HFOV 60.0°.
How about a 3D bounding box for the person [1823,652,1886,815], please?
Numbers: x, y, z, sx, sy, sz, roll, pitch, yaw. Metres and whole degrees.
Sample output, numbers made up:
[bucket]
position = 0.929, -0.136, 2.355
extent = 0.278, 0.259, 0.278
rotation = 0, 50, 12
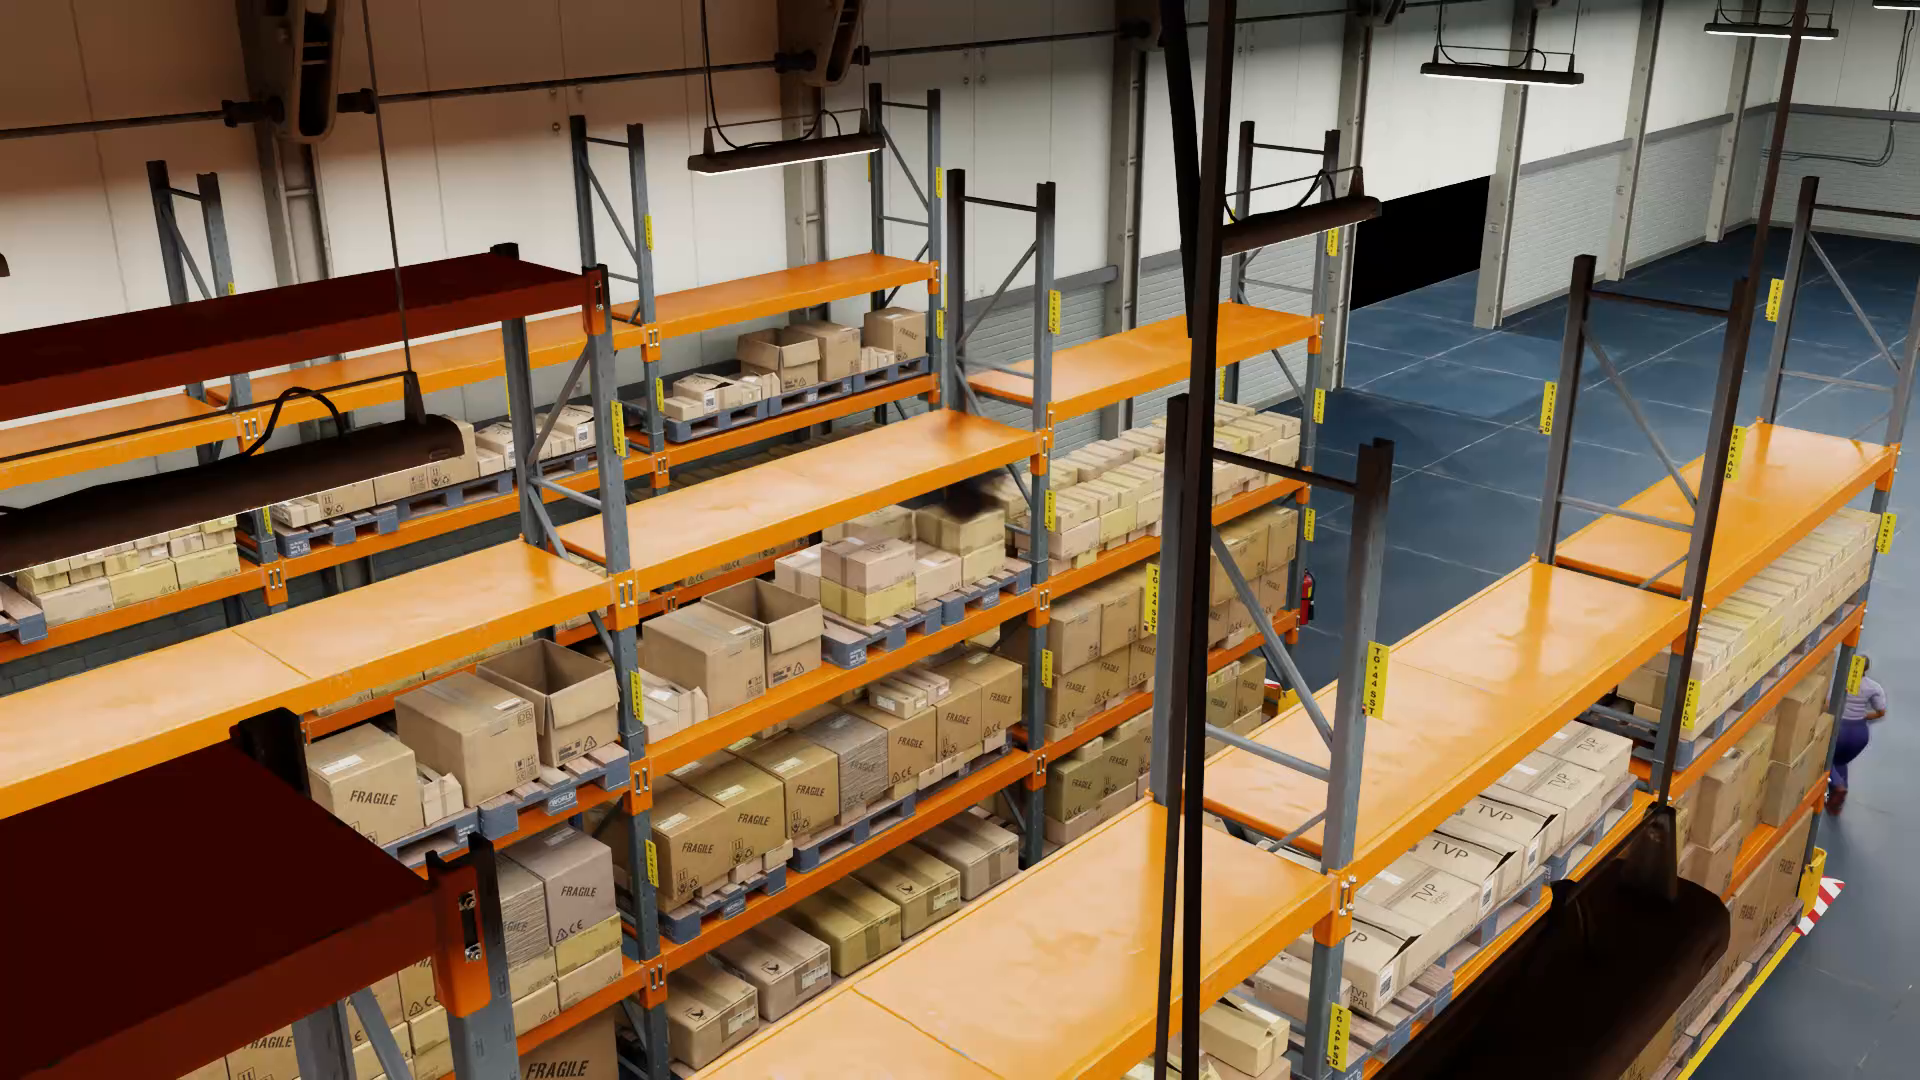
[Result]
[person]
position = 8.087, 1.791, 15.220
extent = 0.633, 1.618, 0.622
rotation = 2, 21, 6
